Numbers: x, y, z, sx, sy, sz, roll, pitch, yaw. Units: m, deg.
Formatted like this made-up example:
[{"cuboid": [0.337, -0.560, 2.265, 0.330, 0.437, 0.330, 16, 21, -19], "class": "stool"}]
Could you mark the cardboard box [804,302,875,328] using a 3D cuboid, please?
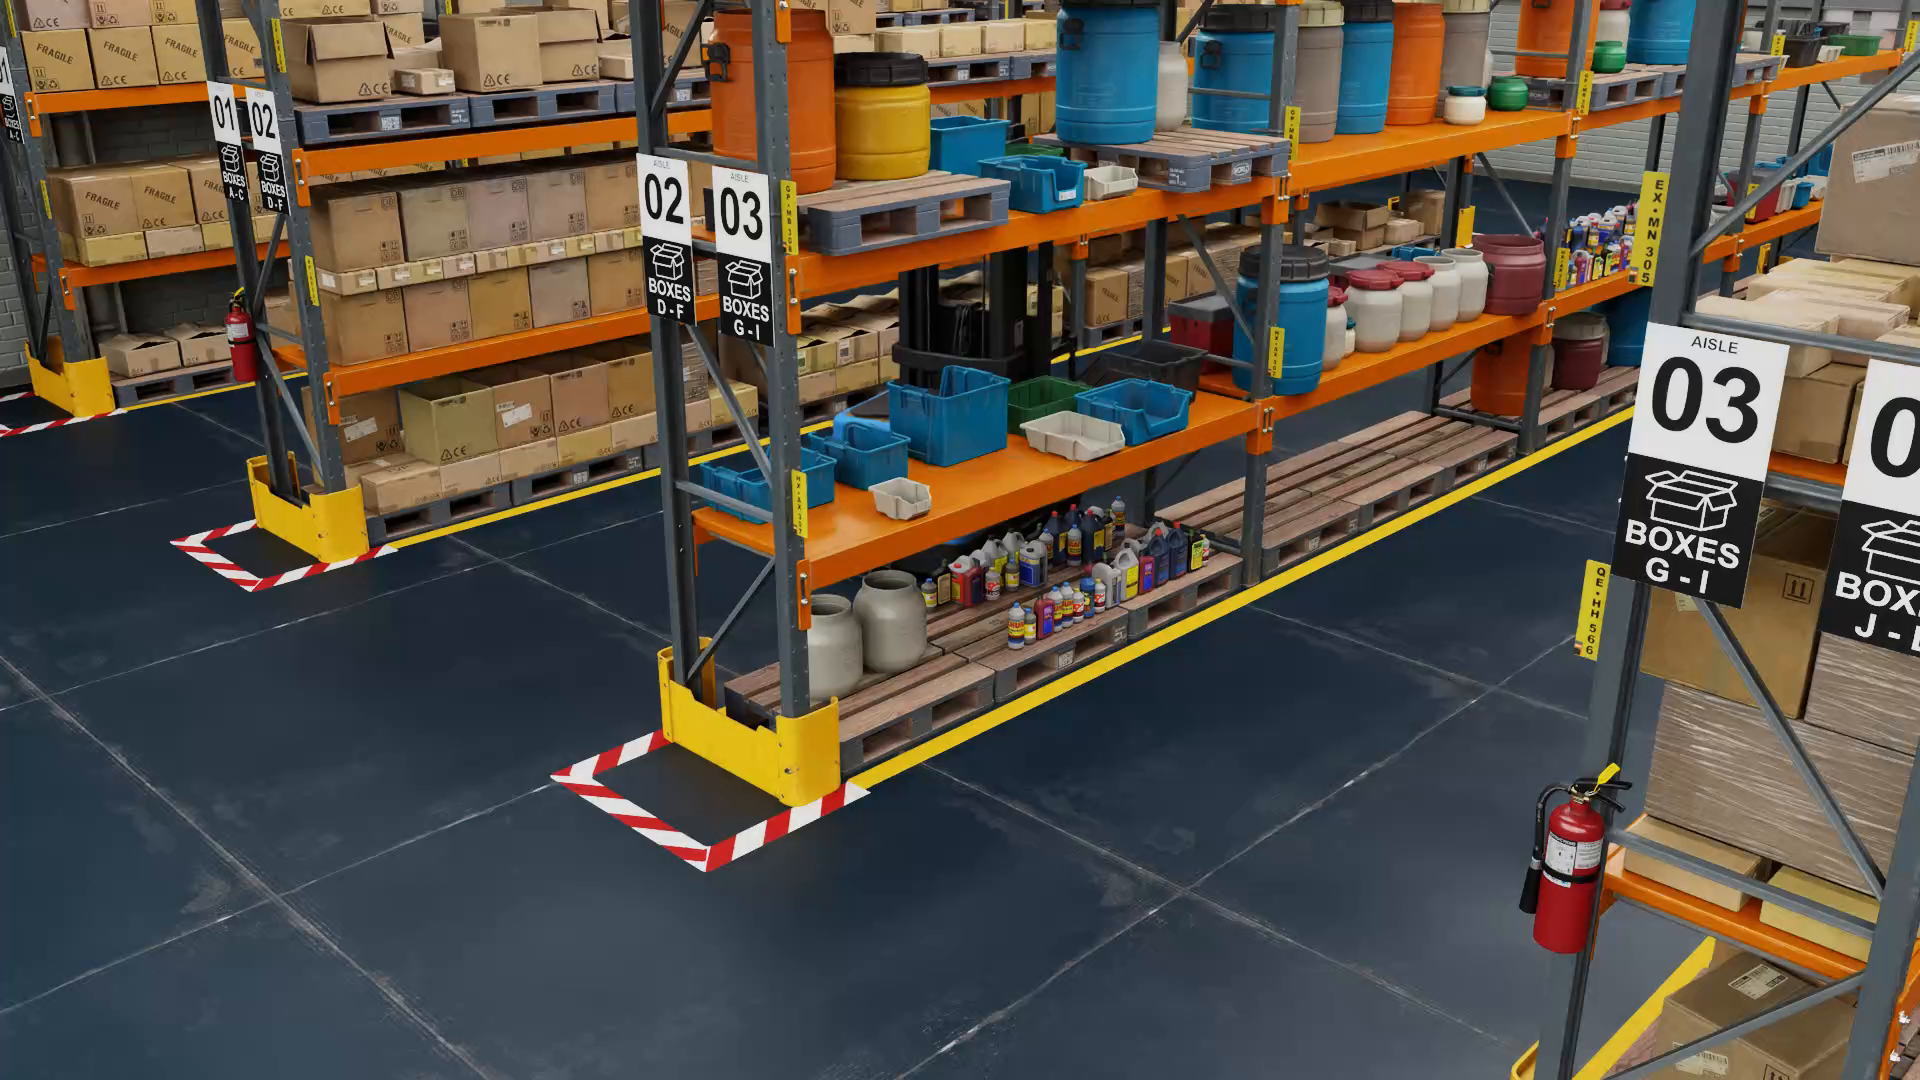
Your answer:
[{"cuboid": [-1.128, -2.064, 15.729, 0.500, 0.311, 0.500, 19, 28, 40], "class": "cardboard box"}]

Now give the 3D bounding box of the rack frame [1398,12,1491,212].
[{"cuboid": [6.458, -5.535, 22.295, 1.000, 3.000, 0.127, 19, 28, 41], "class": "rack frame"}]

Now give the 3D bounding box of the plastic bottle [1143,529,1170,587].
[{"cuboid": [1.257, 0.108, 10.691, 0.144, 0.351, 0.185, 18, 27, 38], "class": "plastic bottle"}]

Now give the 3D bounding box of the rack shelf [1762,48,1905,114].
[{"cuboid": [8.609, -4.845, 17.320, 1.077, 0.370, 4.000, 19, 28, 41], "class": "rack shelf"}]

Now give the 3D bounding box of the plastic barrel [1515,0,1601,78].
[{"cuboid": [4.822, -4.180, 13.404, 0.600, 0.830, 0.708, 19, 28, 41], "class": "plastic barrel"}]

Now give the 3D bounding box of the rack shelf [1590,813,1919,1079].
[{"cuboid": [3.787, 0.880, 6.608, 1.077, 0.370, 4.000, 19, 28, 41], "class": "rack shelf"}]

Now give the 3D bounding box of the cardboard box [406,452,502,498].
[{"cuboid": [-3.824, -0.547, 12.563, 0.500, 0.250, 0.500, 19, 28, 41], "class": "cardboard box"}]

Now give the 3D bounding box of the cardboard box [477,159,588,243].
[{"cuboid": [-3.268, -2.600, 12.711, 0.700, 0.500, 0.500, 19, 28, 41], "class": "cardboard box"}]

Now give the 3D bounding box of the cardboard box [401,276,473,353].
[{"cuboid": [-4.006, -1.722, 12.235, 0.500, 0.500, 0.700, -19, 28, -41], "class": "cardboard box"}]

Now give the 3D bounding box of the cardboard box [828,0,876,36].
[{"cuboid": [-1.074, -4.628, 14.331, 0.500, 0.500, 0.500, -17, 27, -37], "class": "cardboard box"}]

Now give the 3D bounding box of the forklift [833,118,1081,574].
[{"cuboid": [0.266, -1.595, 12.139, 1.130, 2.935, 3.031, 11, 24, 26], "class": "forklift"}]

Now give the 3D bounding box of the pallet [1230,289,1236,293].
[{"cuboid": [3.128, -2.987, 19.551, 1.003, 0.211, 1.213, 19, 28, 41], "class": "pallet"}]

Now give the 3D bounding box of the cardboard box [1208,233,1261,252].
[{"cuboid": [3.178, -3.222, 19.147, 0.500, 0.500, 0.500, 19, 28, 41], "class": "cardboard box"}]

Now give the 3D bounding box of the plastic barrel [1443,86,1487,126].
[{"cuboid": [3.704, -3.188, 12.201, 0.301, 0.262, 0.301, 0, 21, 0], "class": "plastic barrel"}]

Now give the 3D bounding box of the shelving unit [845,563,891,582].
[{"cuboid": [-0.650, -0.146, 11.178, 0.258, 0.900, 0.210, 15, 31, 34], "class": "shelving unit"}]

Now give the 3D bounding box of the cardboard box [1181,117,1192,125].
[{"cuboid": [2.743, -4.491, 18.854, 0.500, 0.500, 0.700, -15, 26, -34], "class": "cardboard box"}]

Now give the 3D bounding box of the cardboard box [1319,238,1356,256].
[{"cuboid": [4.712, -3.668, 20.774, 0.380, 0.166, 0.250, 19, 28, 41], "class": "cardboard box"}]

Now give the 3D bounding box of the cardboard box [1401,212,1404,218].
[{"cuboid": [5.920, -4.388, 22.671, 0.380, 0.149, 0.250, 19, 28, 41], "class": "cardboard box"}]

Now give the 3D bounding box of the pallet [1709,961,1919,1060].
[{"cuboid": [3.888, 1.828, 7.025, 1.003, 0.211, 1.213, 19, 28, 41], "class": "pallet"}]

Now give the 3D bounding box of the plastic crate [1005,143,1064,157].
[{"cuboid": [0.338, -2.174, 9.663, 0.336, 0.188, 0.450, 19, 28, 41], "class": "plastic crate"}]

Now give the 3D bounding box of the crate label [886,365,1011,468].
[{"cuboid": [-0.067, -0.739, 9.767, 0.502, 0.435, 0.616, 19, 28, 41], "class": "crate label"}]

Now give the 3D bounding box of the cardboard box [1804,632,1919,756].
[{"cuboid": [2.971, 0.333, 5.081, 0.500, 0.500, 0.500, 19, 28, 41], "class": "cardboard box"}]

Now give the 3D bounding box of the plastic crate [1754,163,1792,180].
[{"cuboid": [9.137, -4.094, 18.695, 0.416, 0.233, 0.300, 19, 28, 41], "class": "plastic crate"}]

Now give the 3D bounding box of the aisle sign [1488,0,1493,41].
[{"cuboid": [6.725, -6.690, 21.675, 0.394, 0.787, 0.004, 19, 28, 41], "class": "aisle sign"}]

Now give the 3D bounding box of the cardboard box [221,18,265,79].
[{"cuboid": [-6.725, -4.547, 15.377, 0.500, 0.500, 0.500, -18, 27, -39], "class": "cardboard box"}]

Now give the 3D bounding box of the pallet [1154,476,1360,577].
[{"cuboid": [2.153, -0.120, 12.092, 1.003, 0.211, 1.213, 19, 28, 41], "class": "pallet"}]

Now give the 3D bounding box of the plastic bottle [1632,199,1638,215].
[{"cuboid": [6.653, -3.224, 16.445, 0.061, 0.283, 0.133, 19, 28, 41], "class": "plastic bottle"}]

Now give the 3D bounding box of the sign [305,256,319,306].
[{"cuboid": [-4.310, -1.723, 11.059, 0.100, 0.325, 0.005, 19, 28, 41], "class": "sign"}]

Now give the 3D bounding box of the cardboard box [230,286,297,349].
[{"cuboid": [-6.763, -2.178, 16.430, 0.700, 0.500, 0.500, 17, 27, 37], "class": "cardboard box"}]

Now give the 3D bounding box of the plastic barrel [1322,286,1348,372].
[{"cuboid": [2.458, -1.464, 11.514, 0.433, 0.535, 0.433, 0, 21, 0], "class": "plastic barrel"}]

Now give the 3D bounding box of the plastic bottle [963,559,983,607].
[{"cuboid": [0.082, 0.268, 10.370, 0.061, 0.283, 0.133, 19, 28, 41], "class": "plastic bottle"}]

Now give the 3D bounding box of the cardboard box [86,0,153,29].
[{"cuboid": [-7.426, -4.739, 14.480, 0.500, 0.500, 0.500, 19, 28, 40], "class": "cardboard box"}]

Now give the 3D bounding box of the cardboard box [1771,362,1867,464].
[{"cuboid": [2.546, -0.460, 5.118, 0.500, 0.250, 0.500, -19, 28, -41], "class": "cardboard box"}]

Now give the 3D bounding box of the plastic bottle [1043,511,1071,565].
[{"cuboid": [0.641, -0.027, 11.042, 0.144, 0.351, 0.185, 18, 27, 38], "class": "plastic bottle"}]

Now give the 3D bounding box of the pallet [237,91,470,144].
[{"cuboid": [-4.192, -2.957, 11.528, 1.003, 0.211, 1.213, 19, 28, 41], "class": "pallet"}]

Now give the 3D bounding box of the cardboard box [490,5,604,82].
[{"cuboid": [-3.152, -3.769, 12.593, 0.637, 0.503, 0.797, -16, 26, -36], "class": "cardboard box"}]

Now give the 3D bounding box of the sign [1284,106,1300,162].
[{"cuboid": [2.020, -2.474, 10.136, 0.100, 0.325, 0.005, 19, 28, 41], "class": "sign"}]

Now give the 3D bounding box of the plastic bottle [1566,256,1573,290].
[{"cuboid": [5.058, -2.231, 13.878, 0.097, 0.271, 0.097, 0, 21, 0], "class": "plastic bottle"}]

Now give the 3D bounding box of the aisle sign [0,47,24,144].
[{"cuboid": [-8.090, -3.781, 14.108, 0.394, 0.787, 0.004, 19, 28, 41], "class": "aisle sign"}]

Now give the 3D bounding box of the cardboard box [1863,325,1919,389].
[{"cuboid": [2.749, -0.471, 4.592, 0.380, 0.149, 0.250, 19, 28, 40], "class": "cardboard box"}]

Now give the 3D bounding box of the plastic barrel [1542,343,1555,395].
[{"cuboid": [5.083, -1.570, 14.862, 0.421, 0.512, 0.421, 0, 21, 0], "class": "plastic barrel"}]

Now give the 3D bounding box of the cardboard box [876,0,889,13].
[{"cuboid": [-1.314, -6.927, 20.983, 0.700, 0.500, 0.500, 19, 28, 41], "class": "cardboard box"}]

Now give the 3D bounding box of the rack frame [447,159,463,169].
[{"cuboid": [-5.465, -3.689, 17.493, 1.000, 3.000, 0.127, 19, 28, 41], "class": "rack frame"}]

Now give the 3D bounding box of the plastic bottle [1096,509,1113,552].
[{"cuboid": [0.968, -0.059, 11.219, 0.061, 0.283, 0.133, 19, 28, 41], "class": "plastic bottle"}]

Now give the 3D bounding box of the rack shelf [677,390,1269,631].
[{"cuboid": [0.238, -0.360, 9.833, 1.077, 0.370, 4.000, 19, 28, 41], "class": "rack shelf"}]

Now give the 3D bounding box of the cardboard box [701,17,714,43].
[{"cuboid": [-2.983, -5.833, 18.985, 0.500, 0.311, 0.500, 19, 28, 41], "class": "cardboard box"}]

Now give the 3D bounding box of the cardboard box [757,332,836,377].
[{"cuboid": [-1.446, -1.669, 14.701, 0.500, 0.311, 0.500, 19, 28, 41], "class": "cardboard box"}]

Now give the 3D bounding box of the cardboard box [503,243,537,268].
[{"cuboid": [-3.378, -2.150, 12.445, 0.380, 0.149, 0.250, 19, 28, 40], "class": "cardboard box"}]

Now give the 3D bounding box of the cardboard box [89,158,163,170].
[{"cuboid": [-7.720, -3.252, 15.490, 0.500, 0.500, 0.500, -20, 29, -41], "class": "cardboard box"}]

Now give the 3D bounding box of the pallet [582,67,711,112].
[{"cuboid": [-2.489, -3.584, 13.160, 1.003, 0.211, 1.213, 19, 28, 41], "class": "pallet"}]

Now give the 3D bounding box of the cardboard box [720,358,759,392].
[{"cuboid": [-1.831, -1.542, 15.153, 0.500, 0.250, 0.500, 19, 28, 40], "class": "cardboard box"}]

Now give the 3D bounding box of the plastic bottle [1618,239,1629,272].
[{"cuboid": [5.796, -2.500, 14.559, 0.061, 0.283, 0.133, 19, 28, 41], "class": "plastic bottle"}]

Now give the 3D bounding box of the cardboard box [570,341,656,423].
[{"cuboid": [-2.783, -1.284, 13.437, 0.500, 0.500, 0.500, 19, 28, 41], "class": "cardboard box"}]

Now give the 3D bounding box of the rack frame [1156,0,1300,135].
[{"cuboid": [1.633, -4.010, 9.965, 1.000, 3.000, 0.127, 19, 28, 41], "class": "rack frame"}]

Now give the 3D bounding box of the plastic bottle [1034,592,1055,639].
[{"cuboid": [0.502, 0.439, 9.924, 0.133, 0.283, 0.061, -20, 28, -41], "class": "plastic bottle"}]
